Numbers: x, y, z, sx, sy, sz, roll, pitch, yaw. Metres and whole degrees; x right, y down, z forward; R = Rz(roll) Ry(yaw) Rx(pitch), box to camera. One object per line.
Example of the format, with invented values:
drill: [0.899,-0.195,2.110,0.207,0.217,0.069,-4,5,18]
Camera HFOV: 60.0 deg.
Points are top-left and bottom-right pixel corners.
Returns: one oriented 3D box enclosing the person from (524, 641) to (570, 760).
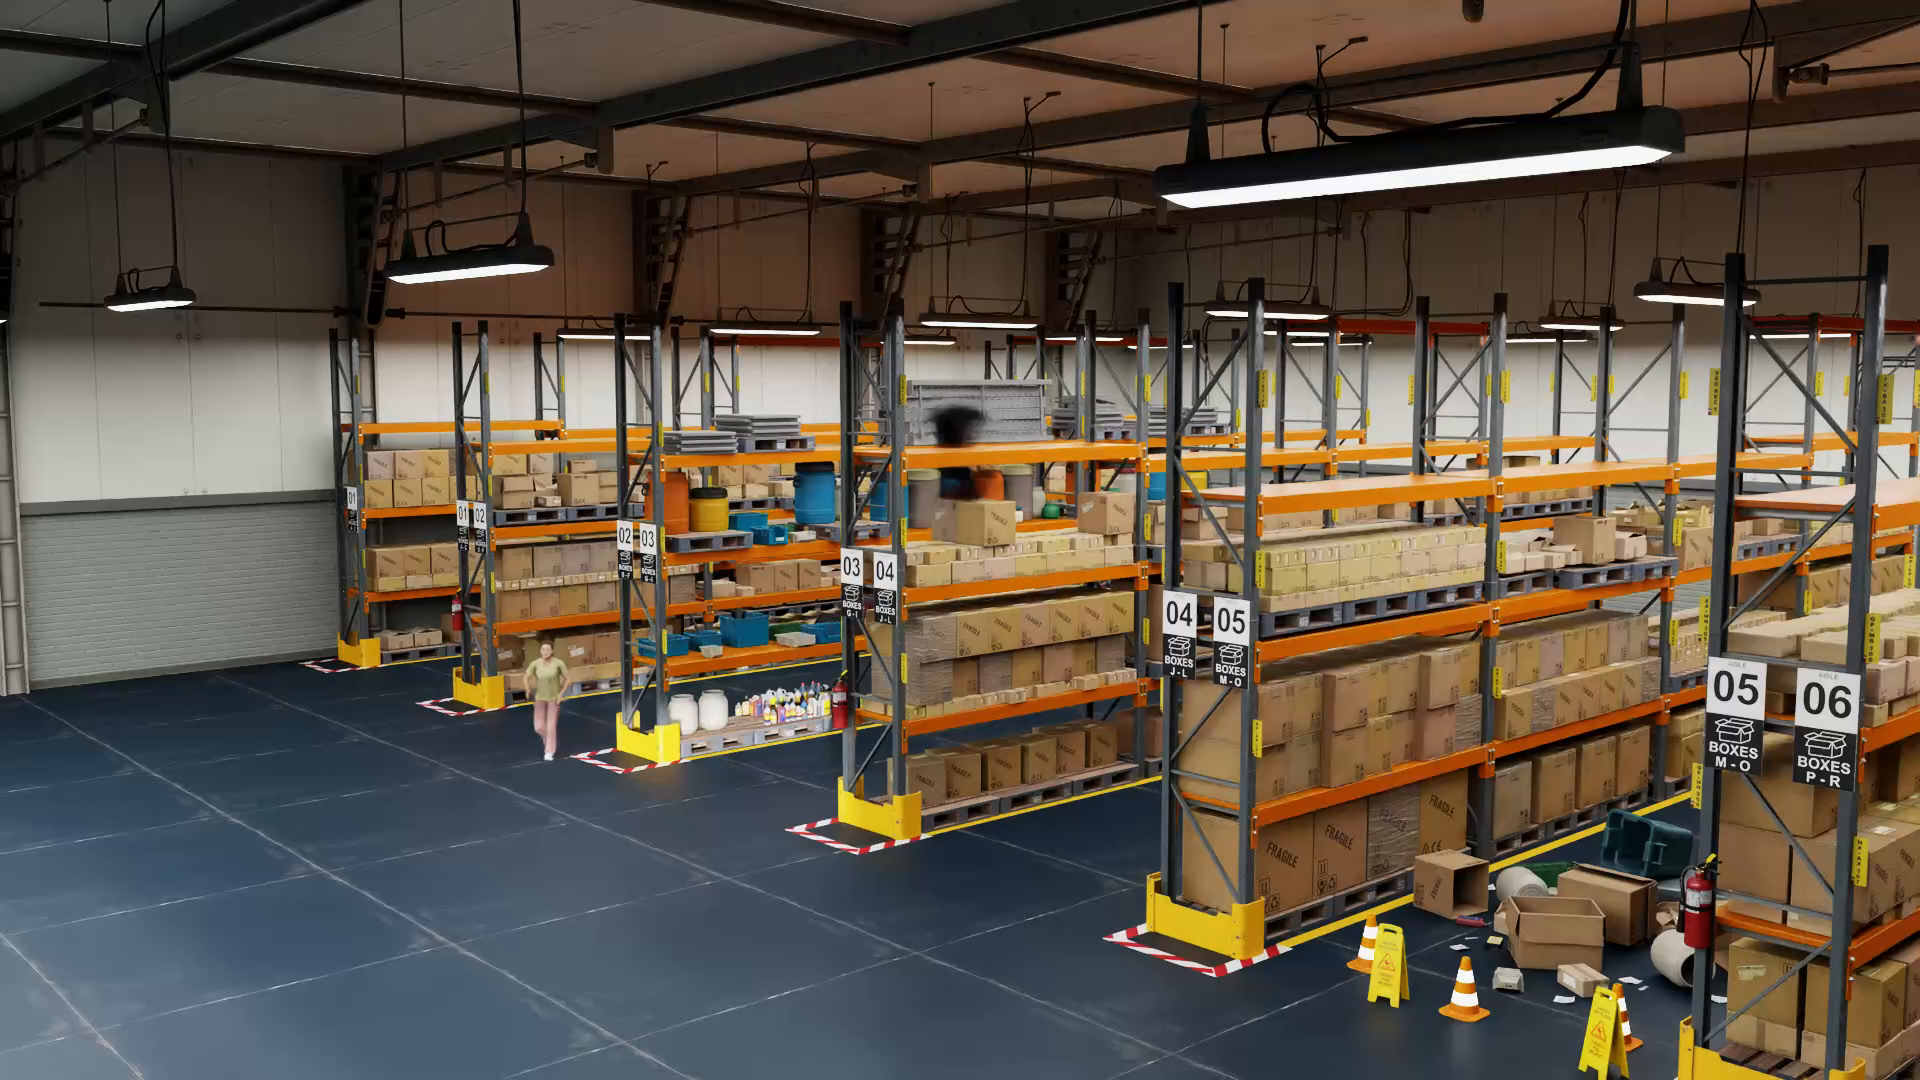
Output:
person: [-5.570,2.149,22.446,0.615,1.623,0.616,0,6,-5]
